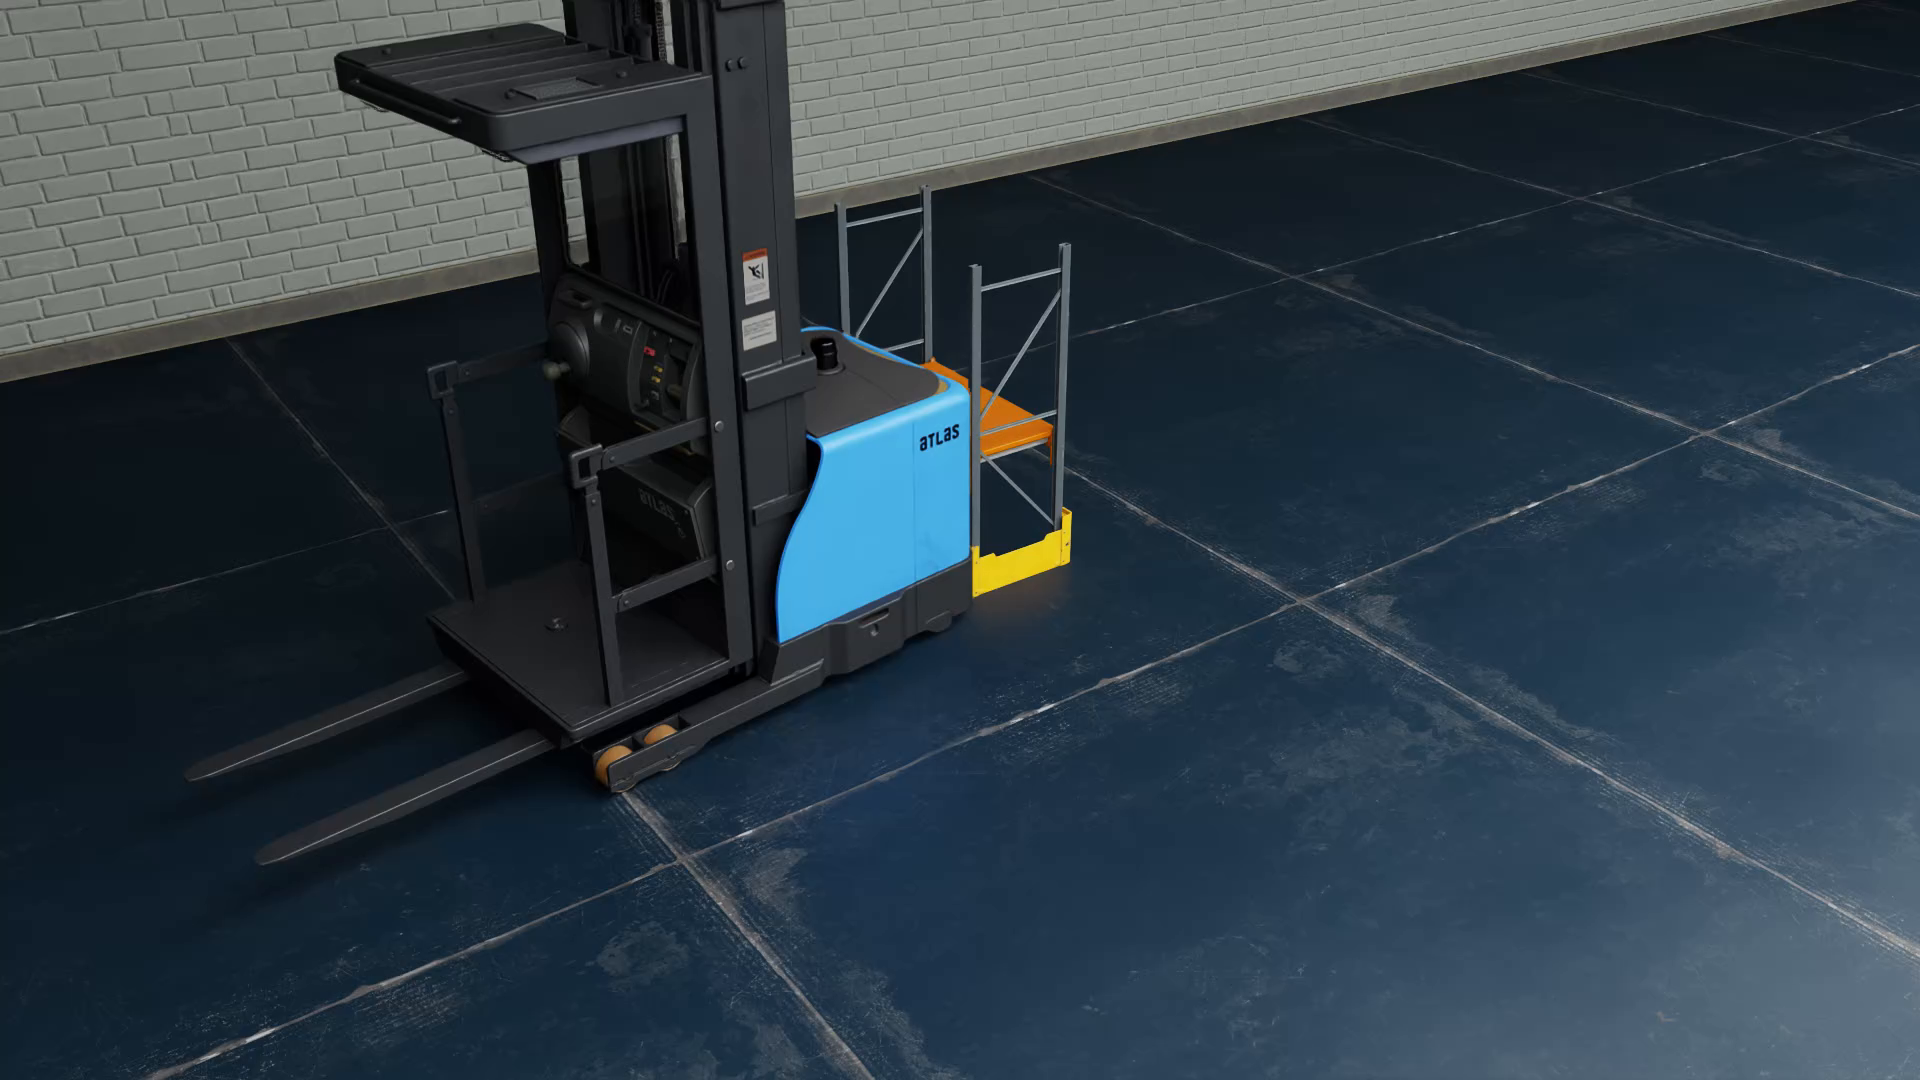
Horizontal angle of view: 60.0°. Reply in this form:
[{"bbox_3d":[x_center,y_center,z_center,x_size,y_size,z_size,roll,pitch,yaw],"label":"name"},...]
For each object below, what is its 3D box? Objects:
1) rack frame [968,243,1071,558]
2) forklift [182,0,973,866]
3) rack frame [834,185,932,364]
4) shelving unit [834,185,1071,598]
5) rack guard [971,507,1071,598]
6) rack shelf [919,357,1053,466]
[{"bbox_3d":[0.245,-0.495,7.089,0.500,1.500,0.032,-19,34,-31],"label":"rack frame"},{"bbox_3d":[-1.370,-0.650,5.876,3.031,2.935,1.130,-24,36,-37],"label":"forklift"},{"bbox_3d":[-0.344,-0.890,7.817,0.500,1.500,0.032,-19,34,-31],"label":"rack frame"},{"bbox_3d":[-0.044,-0.689,7.447,0.587,1.500,1.083,-19,34,-31],"label":"shelving unit"},{"bbox_3d":[0.245,0.054,7.388,0.587,0.250,0.087,-19,34,-31],"label":"rack guard"},{"bbox_3d":[-0.049,-0.534,7.539,0.538,0.185,1.000,-19,34,-31],"label":"rack shelf"}]
